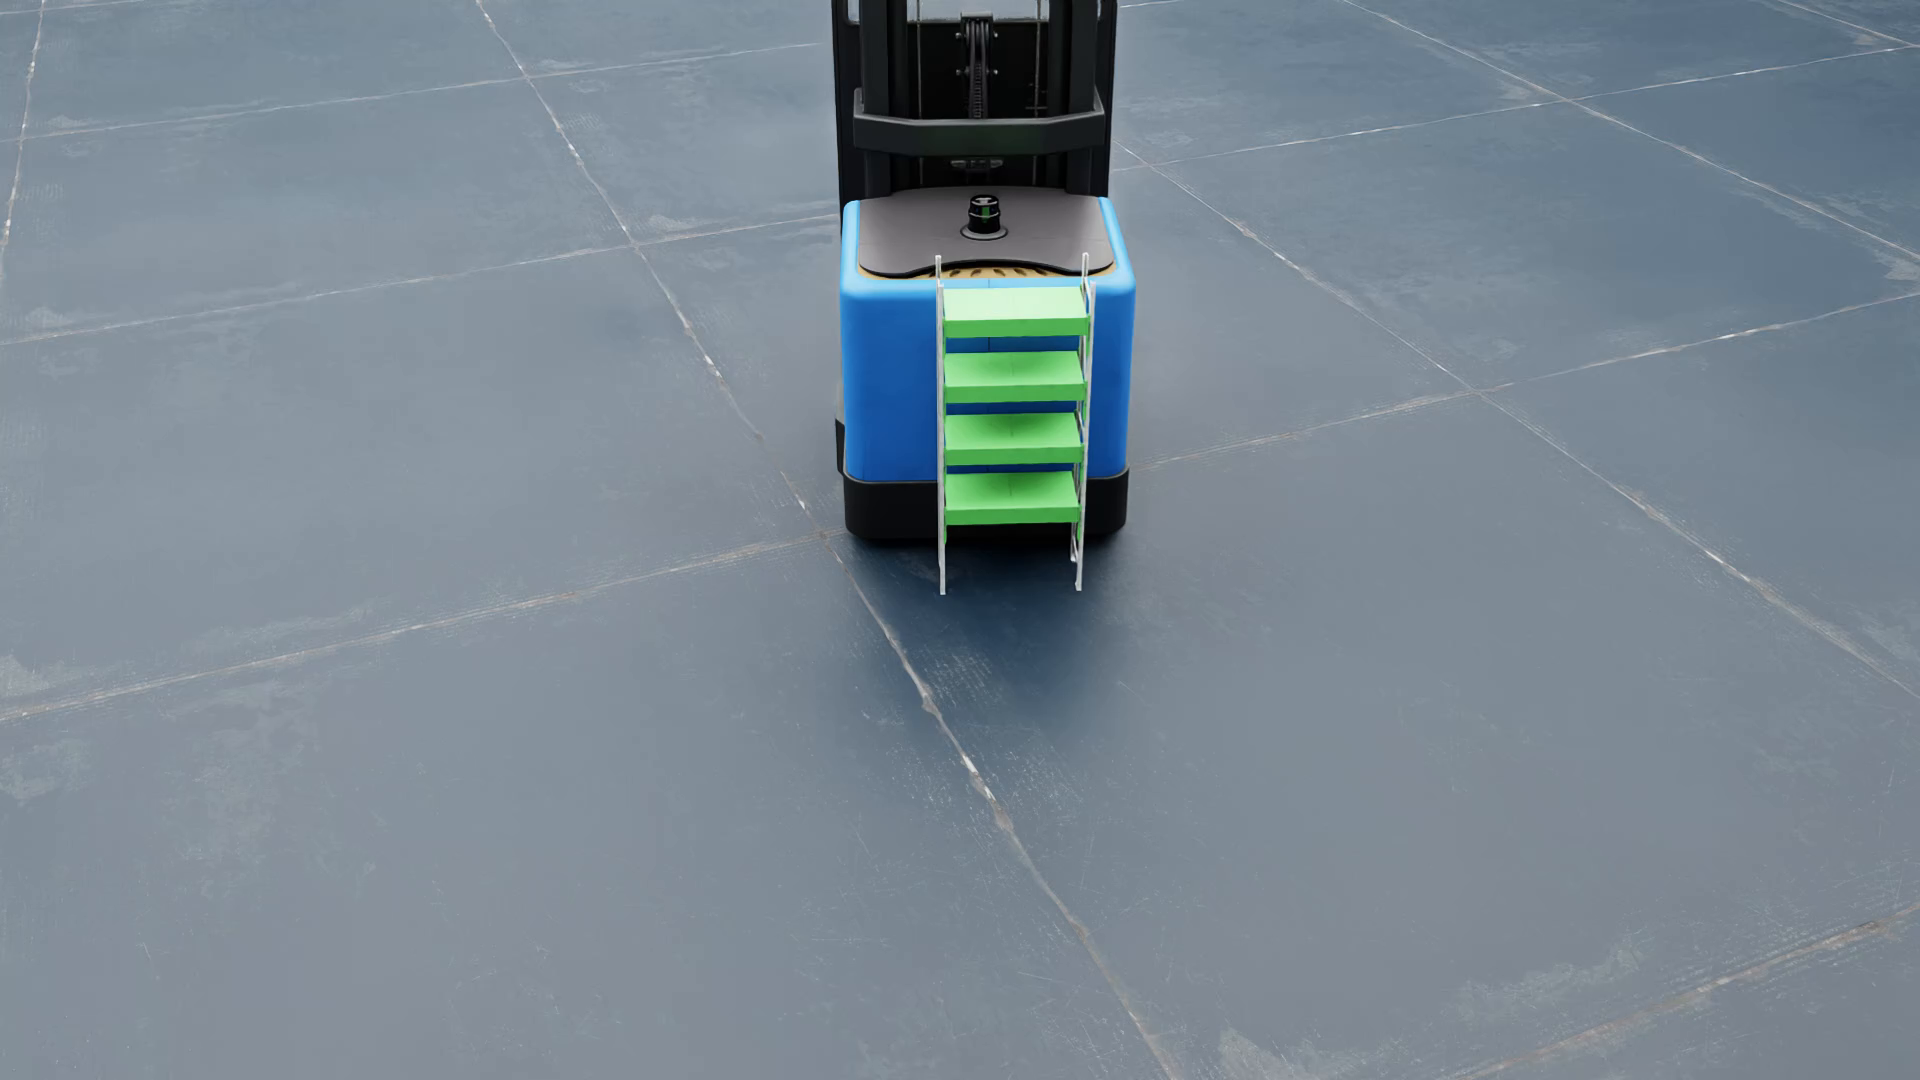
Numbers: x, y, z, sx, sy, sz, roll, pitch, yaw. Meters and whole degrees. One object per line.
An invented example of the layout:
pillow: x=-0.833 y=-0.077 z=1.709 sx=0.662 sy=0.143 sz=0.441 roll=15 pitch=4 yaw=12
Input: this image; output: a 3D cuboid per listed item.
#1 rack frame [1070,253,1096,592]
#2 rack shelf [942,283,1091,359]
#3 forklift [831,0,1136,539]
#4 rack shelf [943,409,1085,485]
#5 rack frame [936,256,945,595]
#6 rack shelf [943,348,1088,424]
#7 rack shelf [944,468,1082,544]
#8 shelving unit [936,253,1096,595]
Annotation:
rack frame: x=0.421 y=-0.383 z=5.738 sx=0.015 sy=1.200 sz=0.240 roll=-1 pitch=33 yaw=-2
rack shelf: x=0.178 y=-0.725 z=5.502 sx=0.480 sy=0.148 sz=0.258 roll=-1 pitch=33 yaw=-2
forklift: x=0.044 y=-2.005 z=6.644 sx=1.130 sy=2.935 sz=3.031 roll=-1 pitch=33 yaw=-2
rack shelf: x=0.178 y=-0.323 z=5.763 sx=0.480 sy=0.148 sz=0.258 roll=-1 pitch=33 yaw=-2
rack frame: x=-0.066 y=-0.370 z=5.719 sx=0.015 sy=1.200 sz=0.240 roll=-1 pitch=33 yaw=-2
rack shelf: x=0.178 y=-0.524 z=5.632 sx=0.480 sy=0.148 sz=0.258 roll=-1 pitch=33 yaw=-2
rack shelf: x=0.178 y=-0.122 z=5.894 sx=0.480 sy=0.148 sz=0.258 roll=-1 pitch=33 yaw=-2
shelving unit: x=0.178 y=-0.377 z=5.729 sx=0.503 sy=1.200 sz=0.258 roll=-1 pitch=33 yaw=-2
